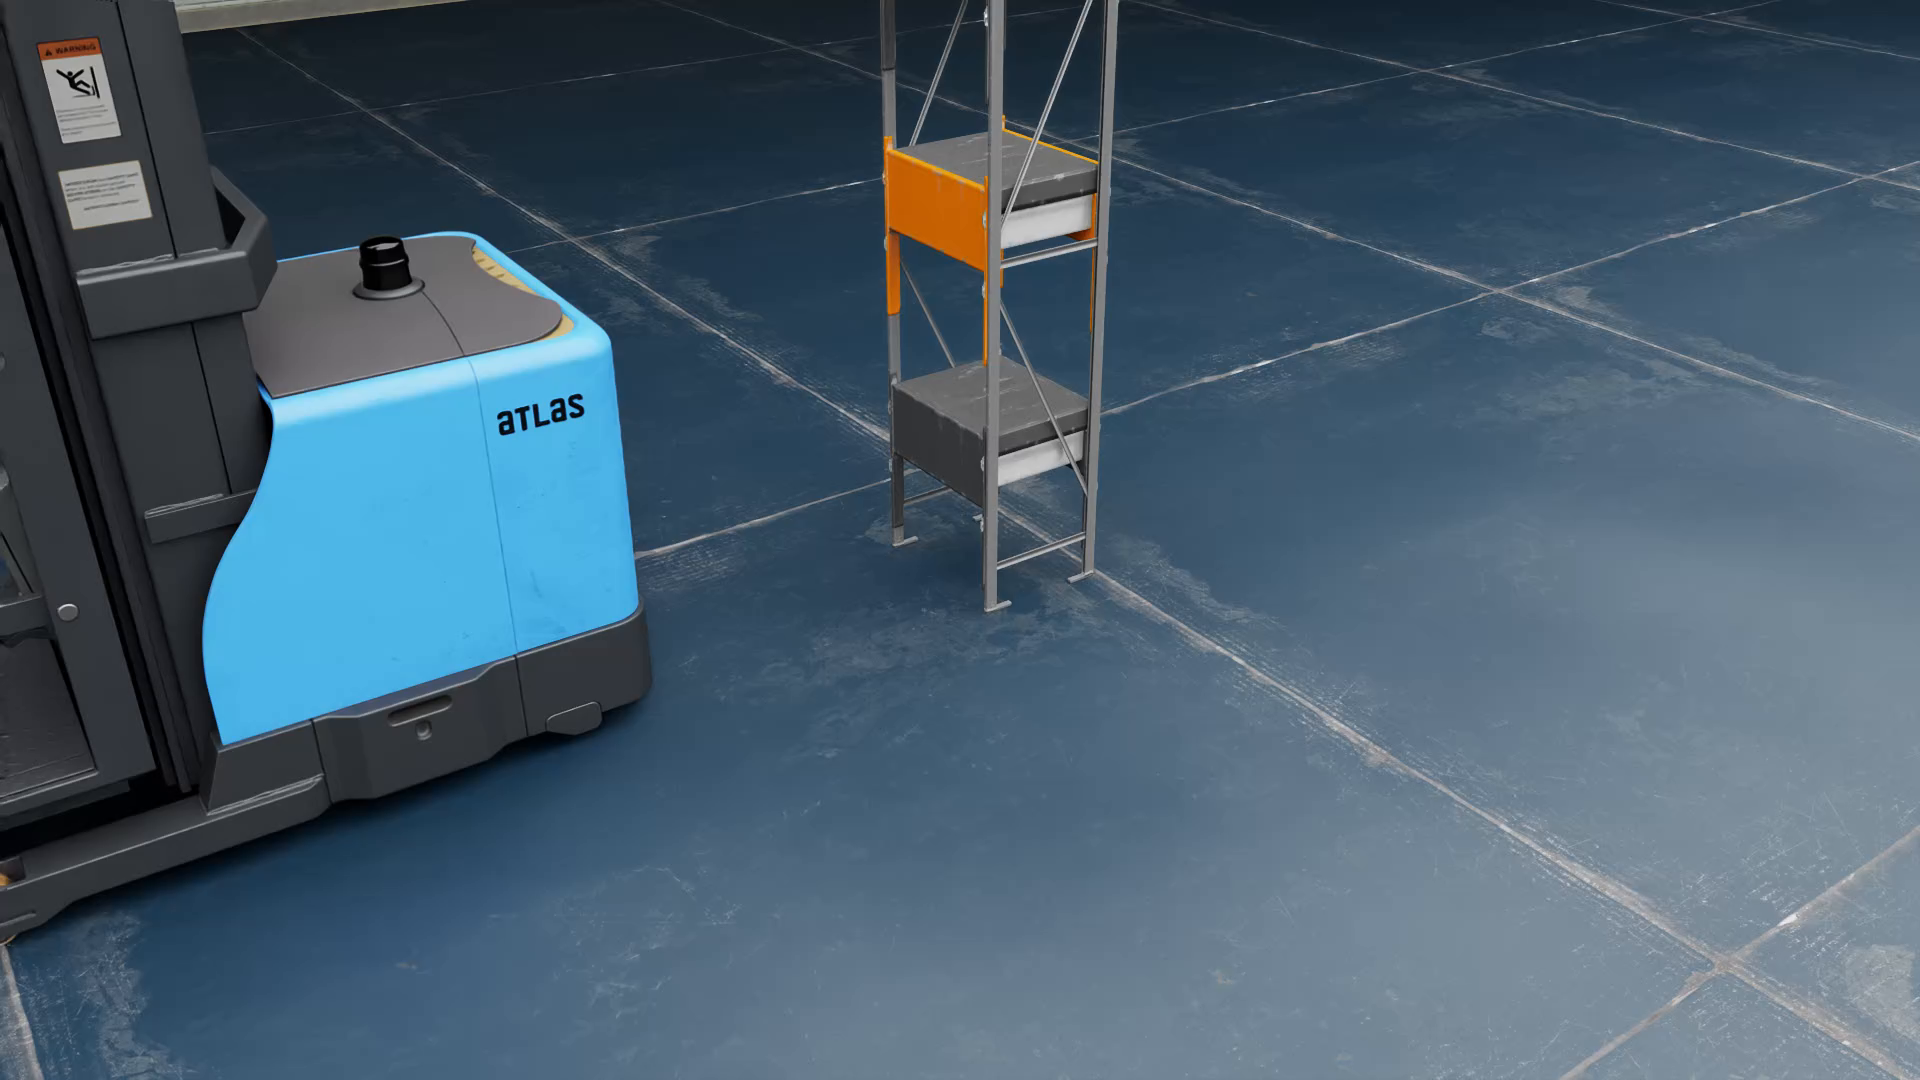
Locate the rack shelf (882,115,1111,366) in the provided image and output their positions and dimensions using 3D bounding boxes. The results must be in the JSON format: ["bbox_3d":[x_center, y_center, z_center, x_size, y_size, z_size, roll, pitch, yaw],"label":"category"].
[{"bbox_3d":[0.096,-0.846,4.637,0.431,0.518,0.480,-19,34,-31],"label":"rack shelf"}]

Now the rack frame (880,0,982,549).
[{"bbox_3d":[-0.046,-0.953,4.805,0.400,2.100,0.015,-19,34,-31],"label":"rack frame"}]

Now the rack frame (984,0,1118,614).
[{"bbox_3d":[0.238,-0.763,4.456,0.400,2.100,0.015,-19,34,-31],"label":"rack frame"}]

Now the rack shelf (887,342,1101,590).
[{"bbox_3d":[0.096,-0.231,4.971,0.431,0.518,0.480,-19,34,-31],"label":"rack shelf"}]

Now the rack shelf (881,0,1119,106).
[{"bbox_3d":[0.096,-1.461,4.303,0.431,0.518,0.480,-19,34,-31],"label":"rack shelf"}]

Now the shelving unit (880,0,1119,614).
[{"bbox_3d":[0.096,-0.858,4.630,0.431,2.100,0.503,-19,34,-31],"label":"shelving unit"}]

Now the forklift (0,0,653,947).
[{"bbox_3d":[-2.321,-0.632,3.343,3.031,2.935,1.130,-18,33,-29],"label":"forklift"}]
